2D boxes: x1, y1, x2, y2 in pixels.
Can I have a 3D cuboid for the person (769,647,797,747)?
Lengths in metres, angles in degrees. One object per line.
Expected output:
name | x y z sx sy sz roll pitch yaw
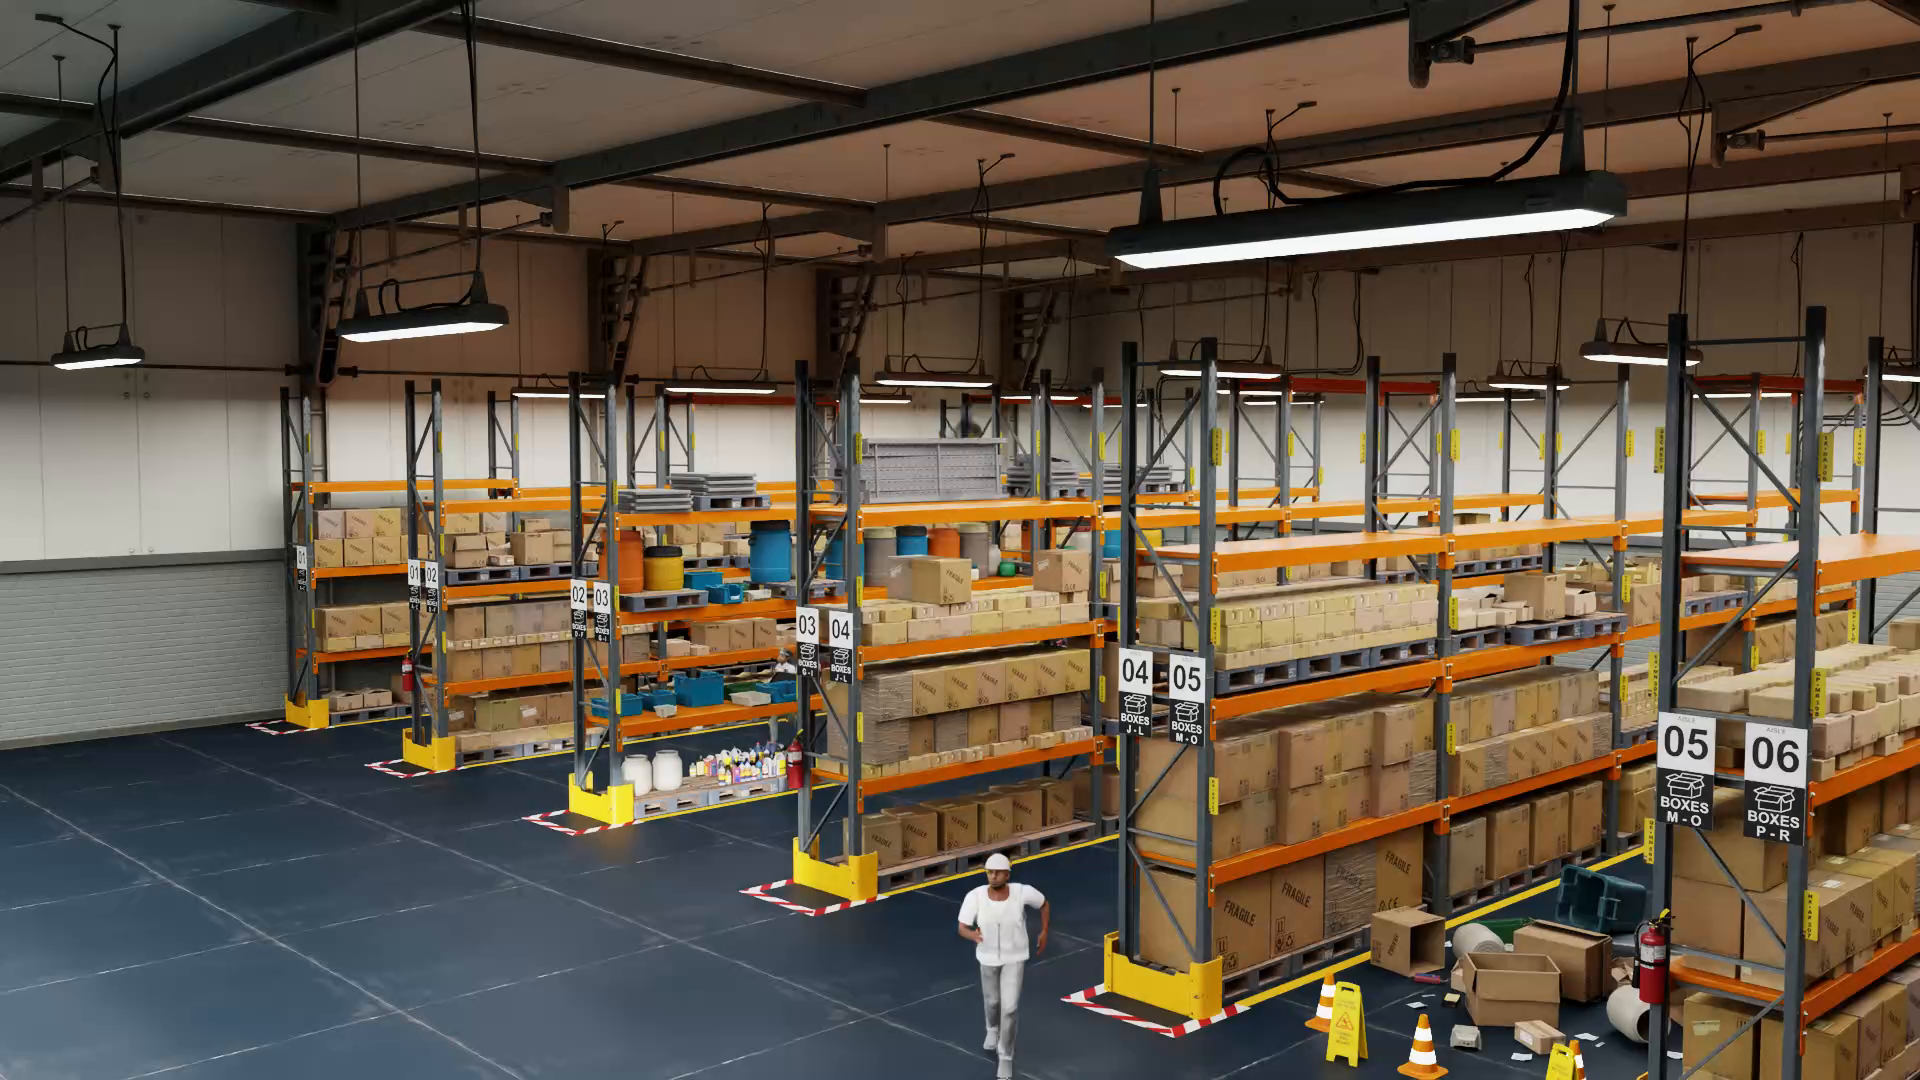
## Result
person | -2.859 2.601 27.395 0.592 1.694 1.024 2 4 32

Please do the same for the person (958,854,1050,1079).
person | 0.352 3.423 13.497 0.710 1.813 0.904 1 4 11
